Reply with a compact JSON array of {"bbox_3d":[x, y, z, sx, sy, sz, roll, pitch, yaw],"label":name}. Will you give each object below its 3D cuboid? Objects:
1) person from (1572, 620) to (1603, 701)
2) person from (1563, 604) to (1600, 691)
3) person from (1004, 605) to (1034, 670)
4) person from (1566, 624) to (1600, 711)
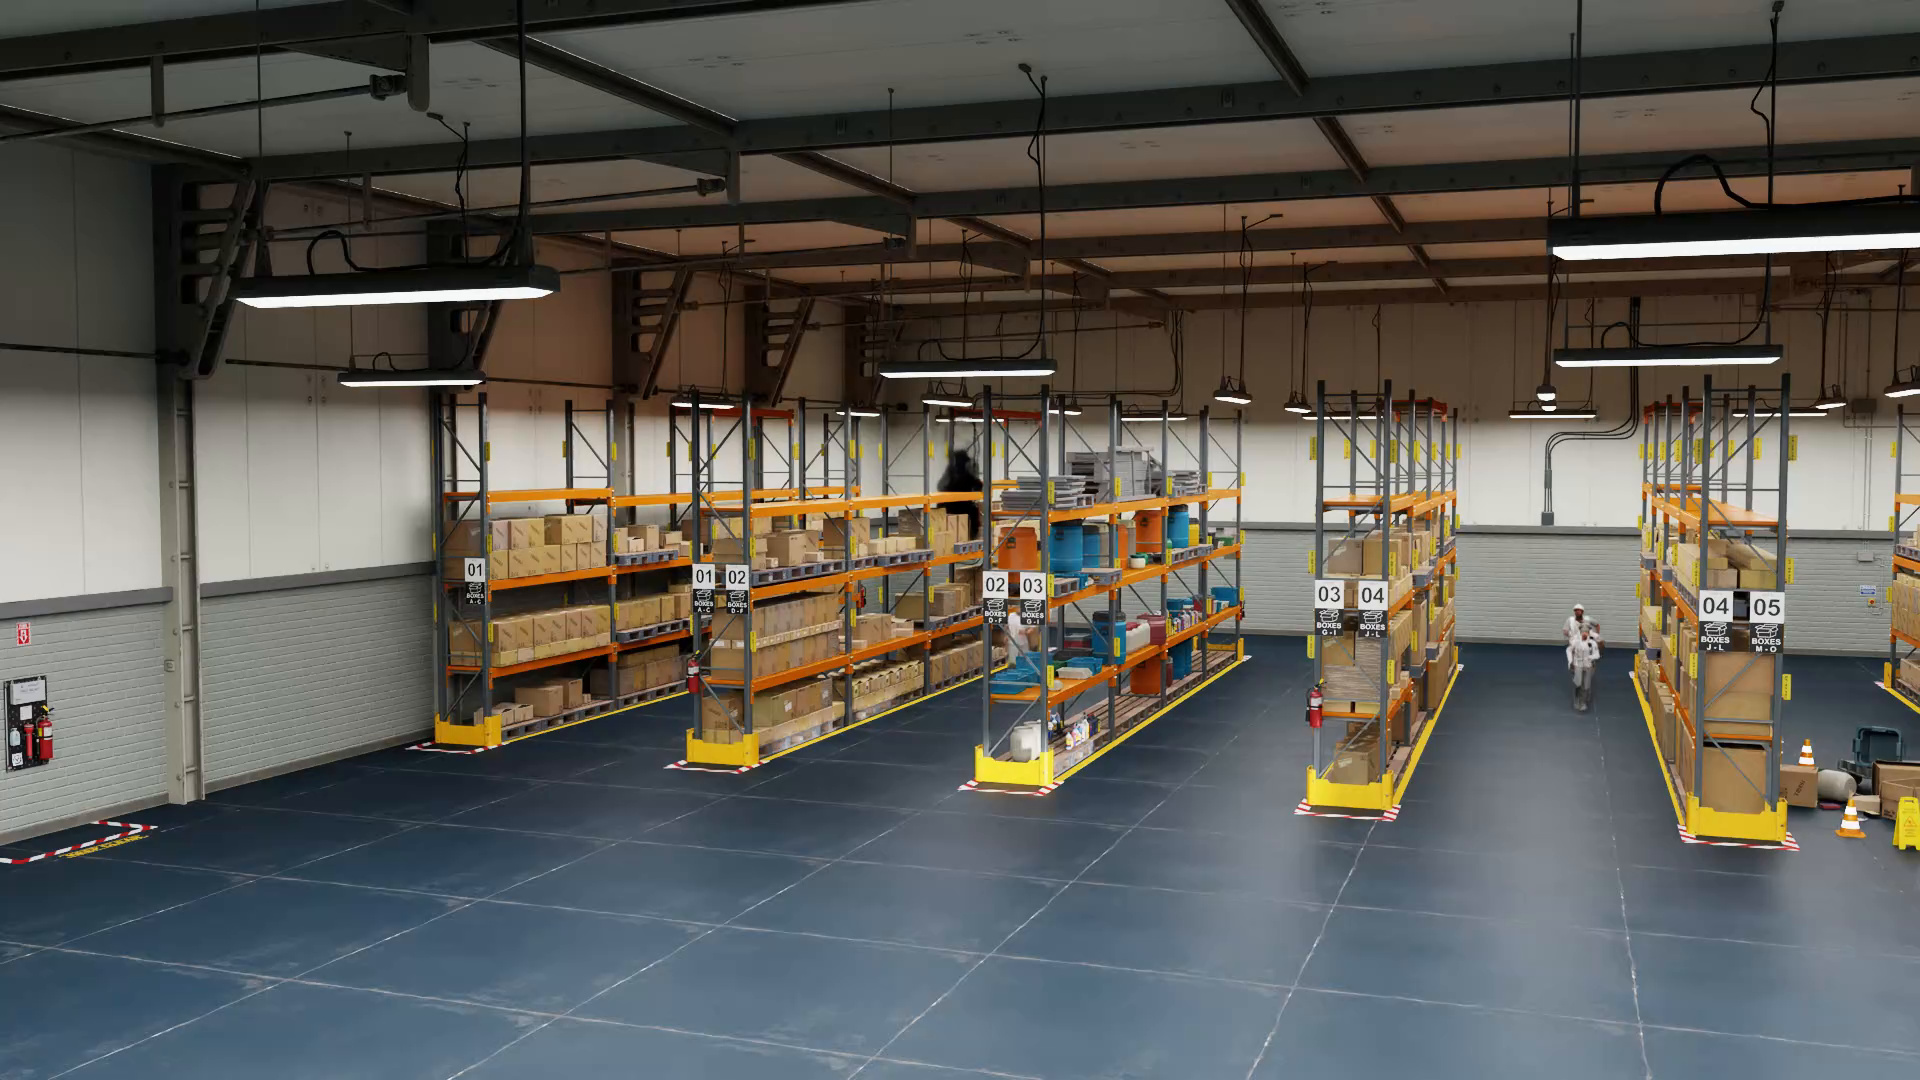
[{"bbox_3d":[12.608,2.417,33.395,0.616,1.648,0.613,1,3,16],"label":"person"},{"bbox_3d":[13.079,2.247,35.040,0.695,1.804,0.898,2,3,27],"label":"person"},{"bbox_3d":[1.160,2.093,33.106,0.640,1.844,0.676,0,3,7],"label":"person"},{"bbox_3d":[11.974,2.453,31.957,0.593,1.670,0.644,1,3,18],"label":"person"}]
